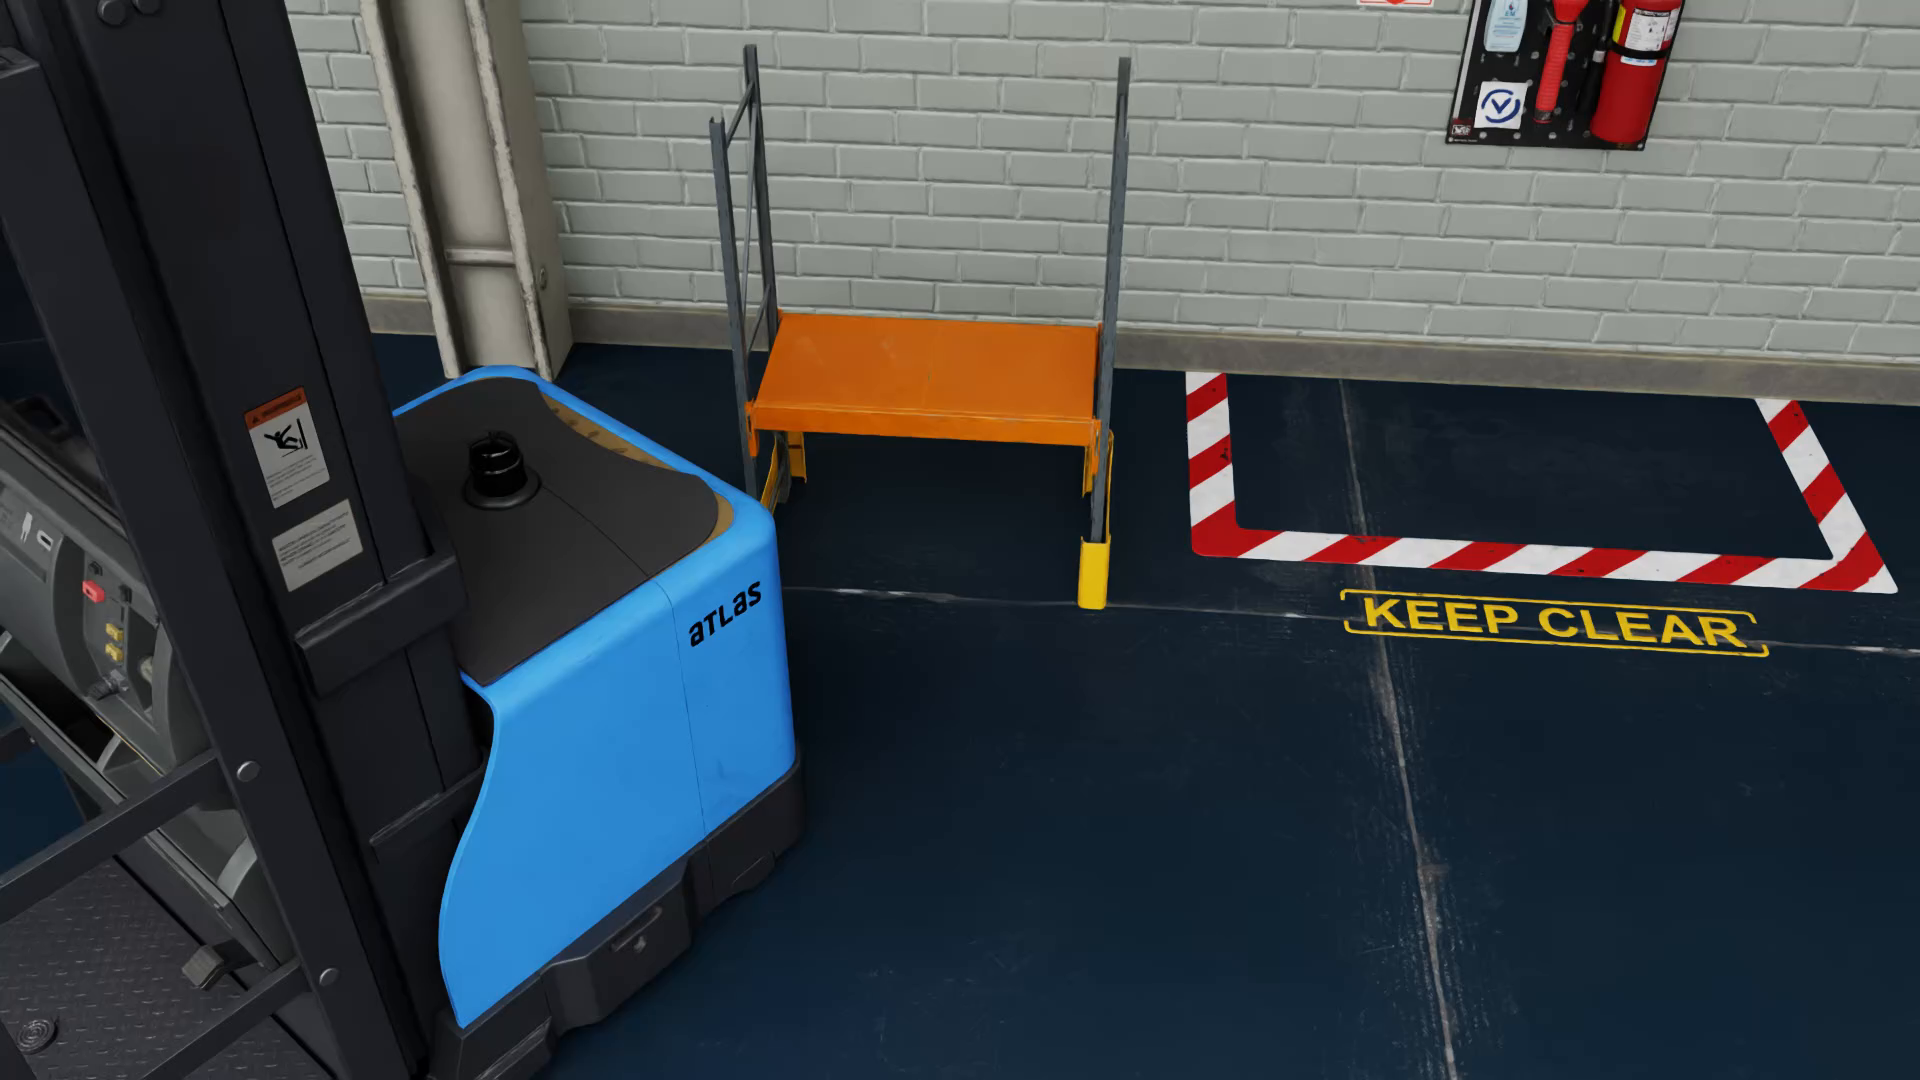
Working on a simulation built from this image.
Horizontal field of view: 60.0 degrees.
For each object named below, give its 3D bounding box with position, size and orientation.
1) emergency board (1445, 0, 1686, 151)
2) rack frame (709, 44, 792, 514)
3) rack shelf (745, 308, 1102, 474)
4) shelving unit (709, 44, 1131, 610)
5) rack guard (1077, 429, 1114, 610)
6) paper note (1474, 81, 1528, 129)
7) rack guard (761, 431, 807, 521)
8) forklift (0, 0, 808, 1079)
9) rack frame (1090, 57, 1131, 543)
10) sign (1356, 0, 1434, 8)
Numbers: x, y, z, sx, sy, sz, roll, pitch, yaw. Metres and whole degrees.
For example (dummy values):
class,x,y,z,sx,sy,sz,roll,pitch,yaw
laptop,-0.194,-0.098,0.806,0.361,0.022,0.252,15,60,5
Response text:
class,x,y,z,sx,sy,sz,roll,pitch,yaw
emergency board,1.882,-1.663,4.917,0.643,1.169,0.194,3,39,4
rack frame,-0.591,-0.614,4.816,0.032,1.500,0.500,3,39,4
rack shelf,-0.085,-0.447,4.896,1.000,0.185,0.538,3,39,4
shelving unit,-0.076,-0.586,4.782,1.083,1.500,0.587,3,39,4
rack guard,0.420,-0.074,5.143,0.087,0.250,0.587,3,39,4
paper note,1.711,-1.375,5.261,0.142,0.148,0.016,3,39,4
rack guard,-0.572,-0.128,5.210,0.087,0.250,0.587,3,39,4
forklift,-1.728,0.141,2.755,1.130,2.935,3.031,28,47,30
rack frame,0.421,-0.559,4.748,0.032,1.500,0.500,3,39,4
sign,1.340,-1.772,5.023,0.234,0.329,0.001,3,39,4
